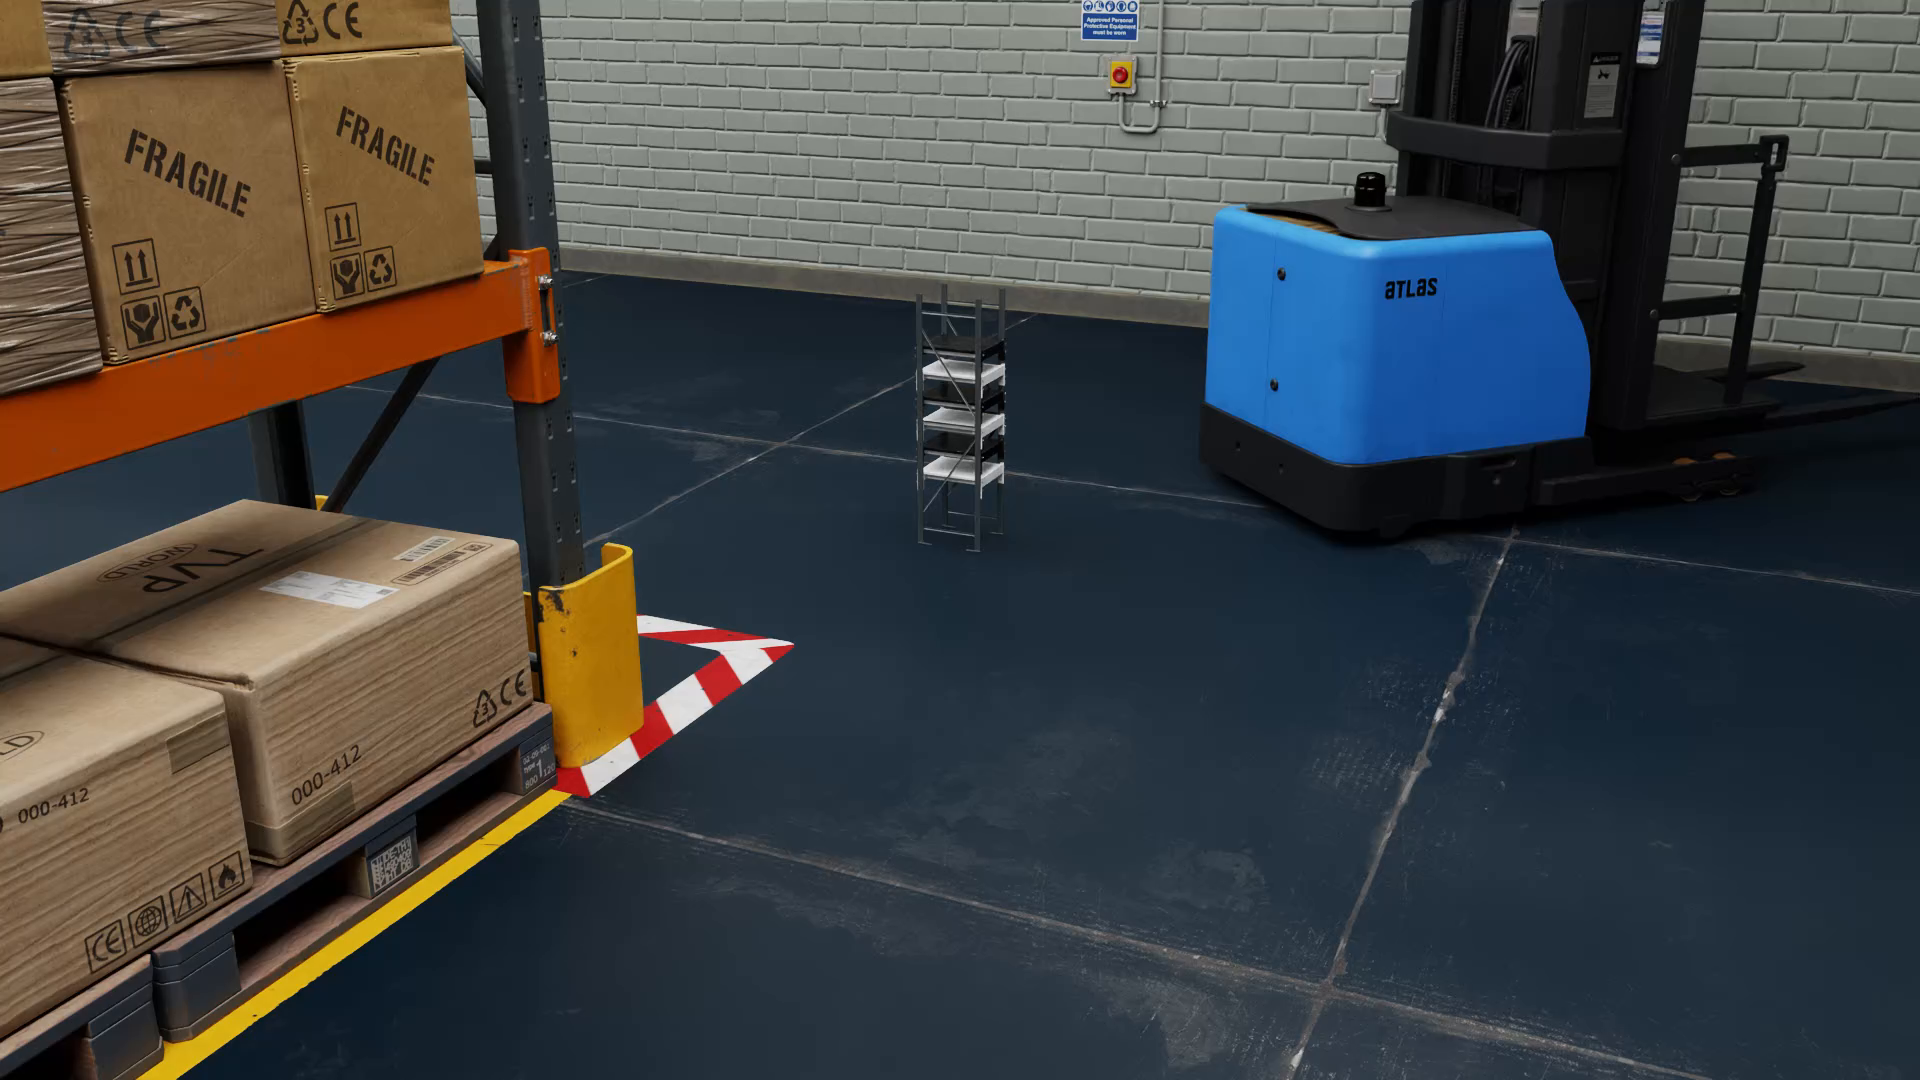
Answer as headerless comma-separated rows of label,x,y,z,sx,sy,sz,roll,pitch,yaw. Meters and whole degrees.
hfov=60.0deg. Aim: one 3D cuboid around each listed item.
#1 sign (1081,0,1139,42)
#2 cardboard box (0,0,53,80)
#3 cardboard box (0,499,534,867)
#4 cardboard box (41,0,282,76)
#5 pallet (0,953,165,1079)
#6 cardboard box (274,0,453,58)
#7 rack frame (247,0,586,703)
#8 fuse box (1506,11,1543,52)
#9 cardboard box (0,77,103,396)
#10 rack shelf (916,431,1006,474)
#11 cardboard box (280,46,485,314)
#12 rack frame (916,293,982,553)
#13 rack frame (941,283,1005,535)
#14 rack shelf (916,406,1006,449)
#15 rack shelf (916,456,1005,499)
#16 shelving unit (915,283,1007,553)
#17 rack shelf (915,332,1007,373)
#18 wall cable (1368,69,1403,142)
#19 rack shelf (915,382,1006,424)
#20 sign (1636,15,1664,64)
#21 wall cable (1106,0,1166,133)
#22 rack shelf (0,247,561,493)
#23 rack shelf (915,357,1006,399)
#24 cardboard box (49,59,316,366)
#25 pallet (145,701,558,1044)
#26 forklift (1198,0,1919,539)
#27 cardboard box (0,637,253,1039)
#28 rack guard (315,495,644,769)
sign,0.812,-2.819,9.017,0.327,0.218,0.001,9,21,23
cardboard box,-1.829,-0.963,2.560,0.500,0.500,0.500,8,21,22
cardboard box,-1.636,0.285,3.888,0.875,0.438,0.875,8,21,21
cardboard box,-1.624,-1.114,2.984,0.500,0.500,0.500,9,21,23
pallet,-2.214,1.001,2.840,1.003,0.211,1.213,9,21,23
cardboard box,-1.437,-1.278,3.444,0.500,0.500,0.500,9,22,24
rack frame,-1.457,-0.940,4.135,1.000,3.000,0.127,9,21,23
fuse box,2.688,-1.727,8.271,0.539,1.711,0.414,9,21,23
cardboard box,-1.834,-0.493,2.730,0.500,0.500,0.500,9,22,24
rack shelf,0.003,-0.310,5.866,0.258,0.077,0.200,9,21,23
cardboard box,-1.413,-0.803,3.601,0.500,0.500,0.500,9,21,23
rack frame,-0.038,-0.395,5.738,0.240,0.900,0.006,9,21,23
rack frame,0.045,-0.458,5.912,0.240,0.900,0.006,9,21,23
rack shelf,0.003,-0.395,5.836,0.258,0.077,0.200,9,21,23
rack shelf,0.003,-0.225,5.896,0.258,0.077,0.200,9,21,23
shelving unit,0.003,-0.426,5.825,0.258,0.900,0.210,9,21,23
rack shelf,0.003,-0.649,5.746,0.258,0.077,0.200,9,21,23
wall cable,2.130,-2.954,8.283,0.588,1.984,0.122,9,21,23
rack shelf,0.003,-0.480,5.806,0.258,0.077,0.200,9,21,23
sign,3.223,-2.285,8.058,0.329,0.494,0.001,9,21,23
wall cable,0.831,-3.160,8.815,0.585,1.953,0.123,9,21,23
rack shelf,-2.276,0.011,2.536,1.077,0.370,4.000,9,21,23
rack shelf,0.003,-0.565,5.776,0.258,0.077,0.200,9,21,23
cardboard box,-1.632,-0.652,3.176,0.500,0.500,0.500,8,21,22
pallet,-1.713,0.629,3.885,1.003,0.211,1.213,9,21,23
forklift,2.524,-1.684,6.330,3.031,2.935,1.130,-8,21,-21
cardboard box,-2.003,0.566,3.098,0.875,0.438,0.875,9,22,24
rack guard,-1.447,0.231,4.574,1.175,0.500,0.348,9,21,23
